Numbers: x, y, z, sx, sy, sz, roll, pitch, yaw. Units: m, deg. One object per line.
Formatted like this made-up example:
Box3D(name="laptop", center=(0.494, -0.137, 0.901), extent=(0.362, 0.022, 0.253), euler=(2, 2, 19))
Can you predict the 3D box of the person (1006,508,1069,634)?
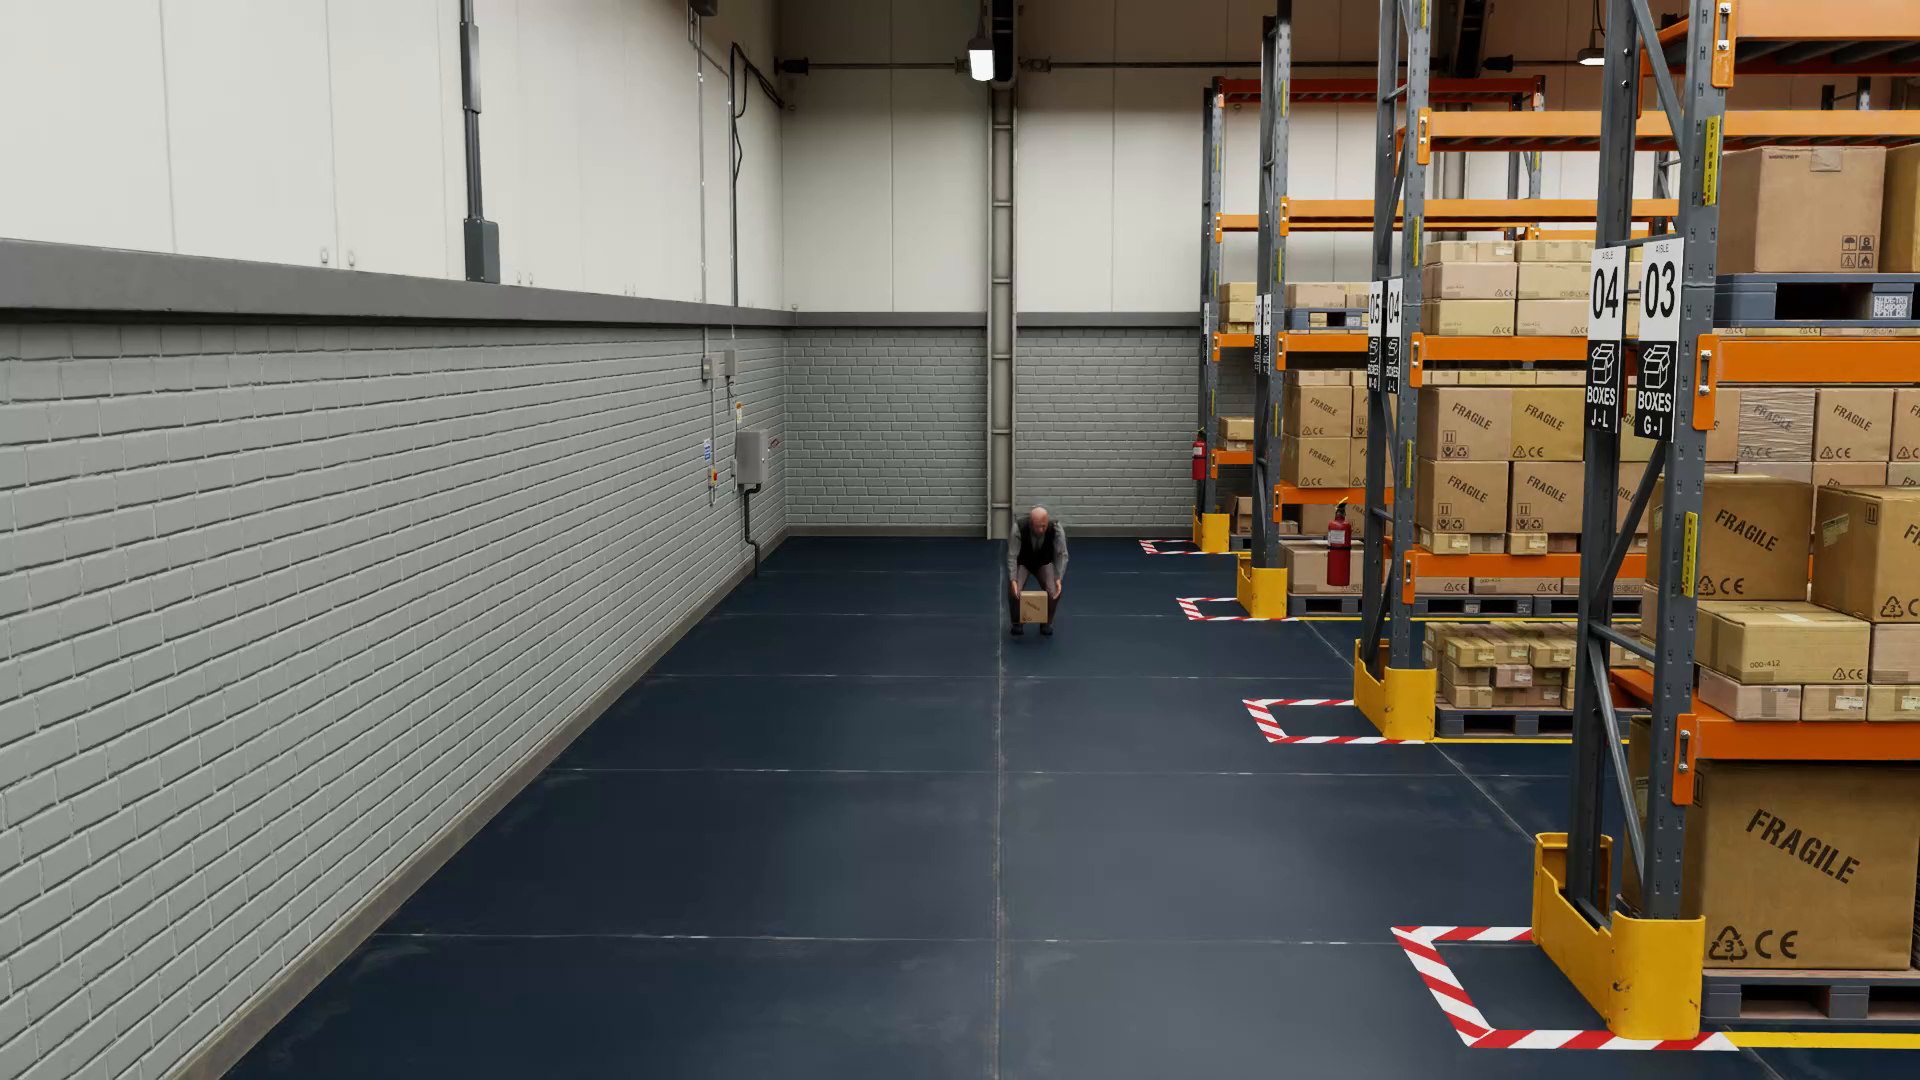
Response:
Box3D(name="person", center=(0.722, 0.278, 15.636), extent=(0.583, 1.232, 0.789), euler=(0, 7, 1))
